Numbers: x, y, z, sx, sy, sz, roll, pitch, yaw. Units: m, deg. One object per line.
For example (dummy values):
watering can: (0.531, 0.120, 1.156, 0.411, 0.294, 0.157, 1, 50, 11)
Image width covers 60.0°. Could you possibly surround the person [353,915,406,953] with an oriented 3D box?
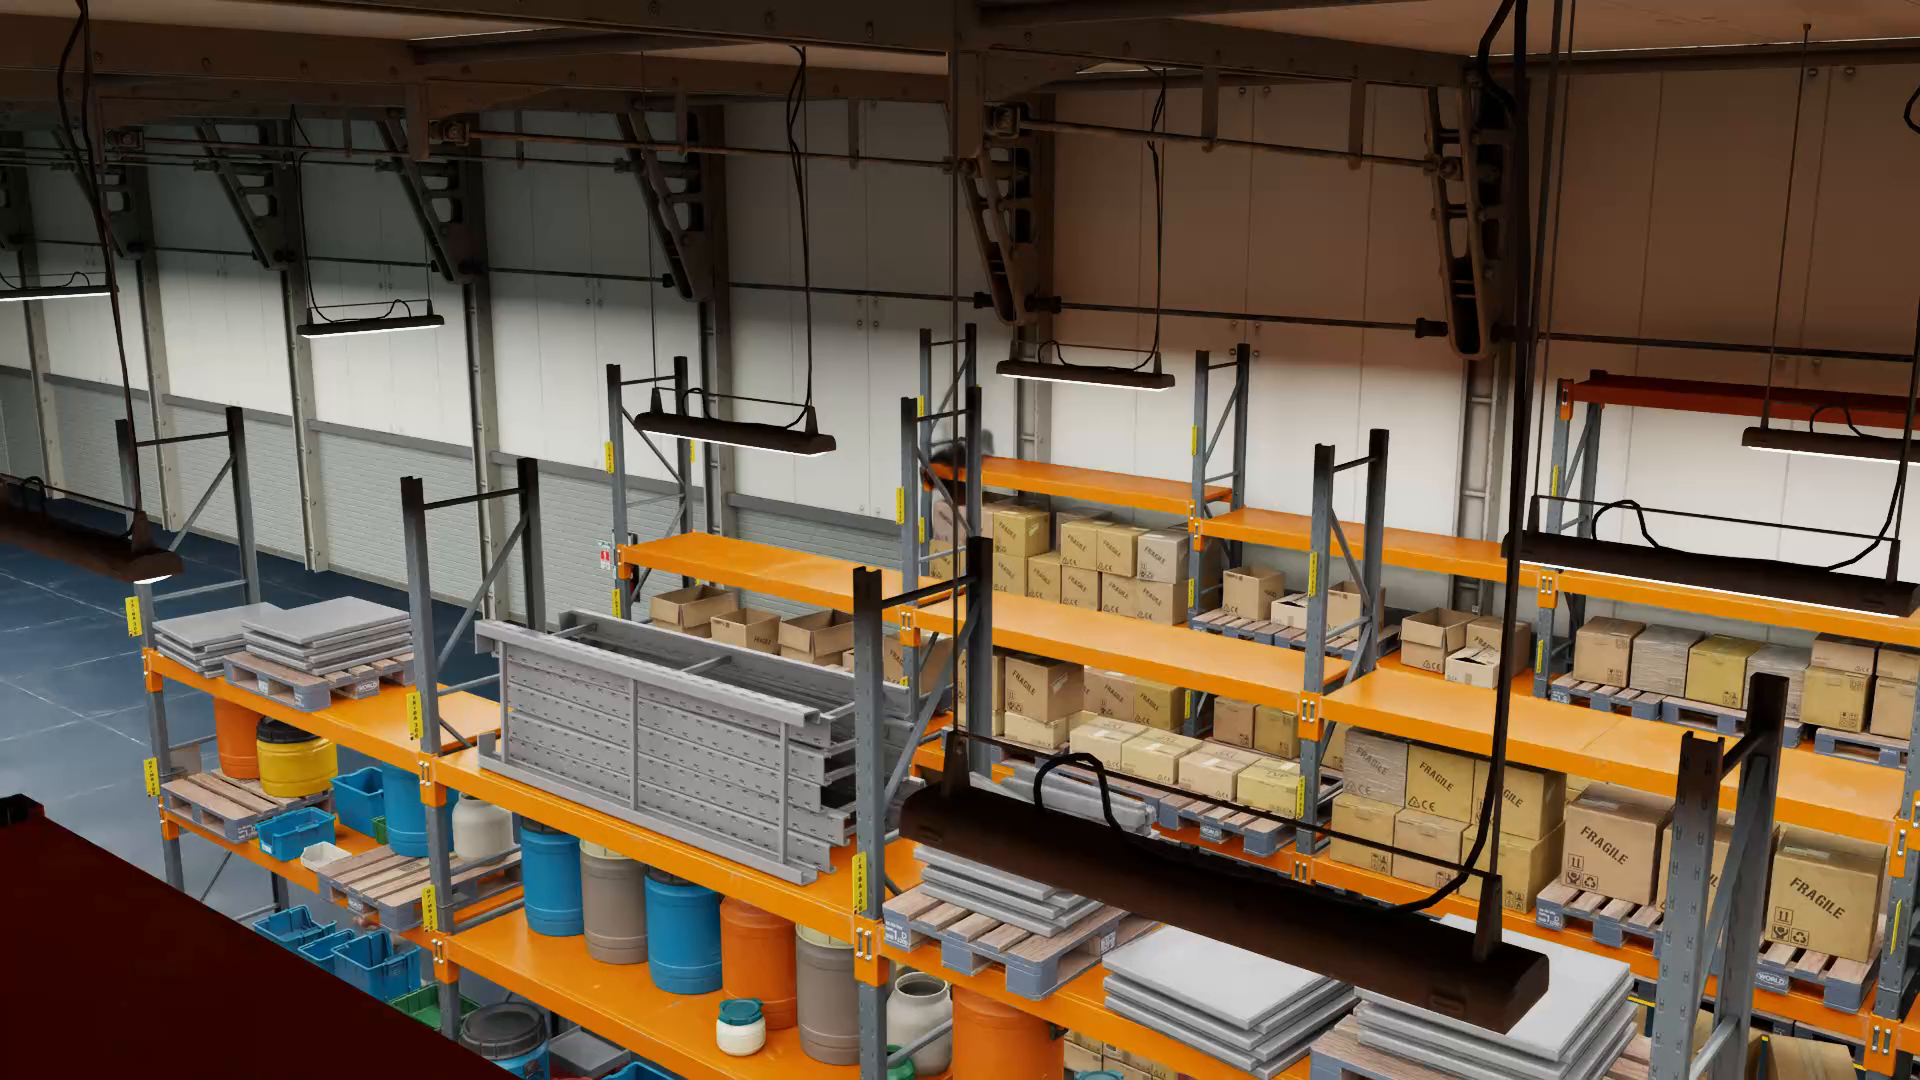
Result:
person: (-5.505, 3.748, 15.844, 0.548, 1.673, 0.639, 6, 14, 26)
